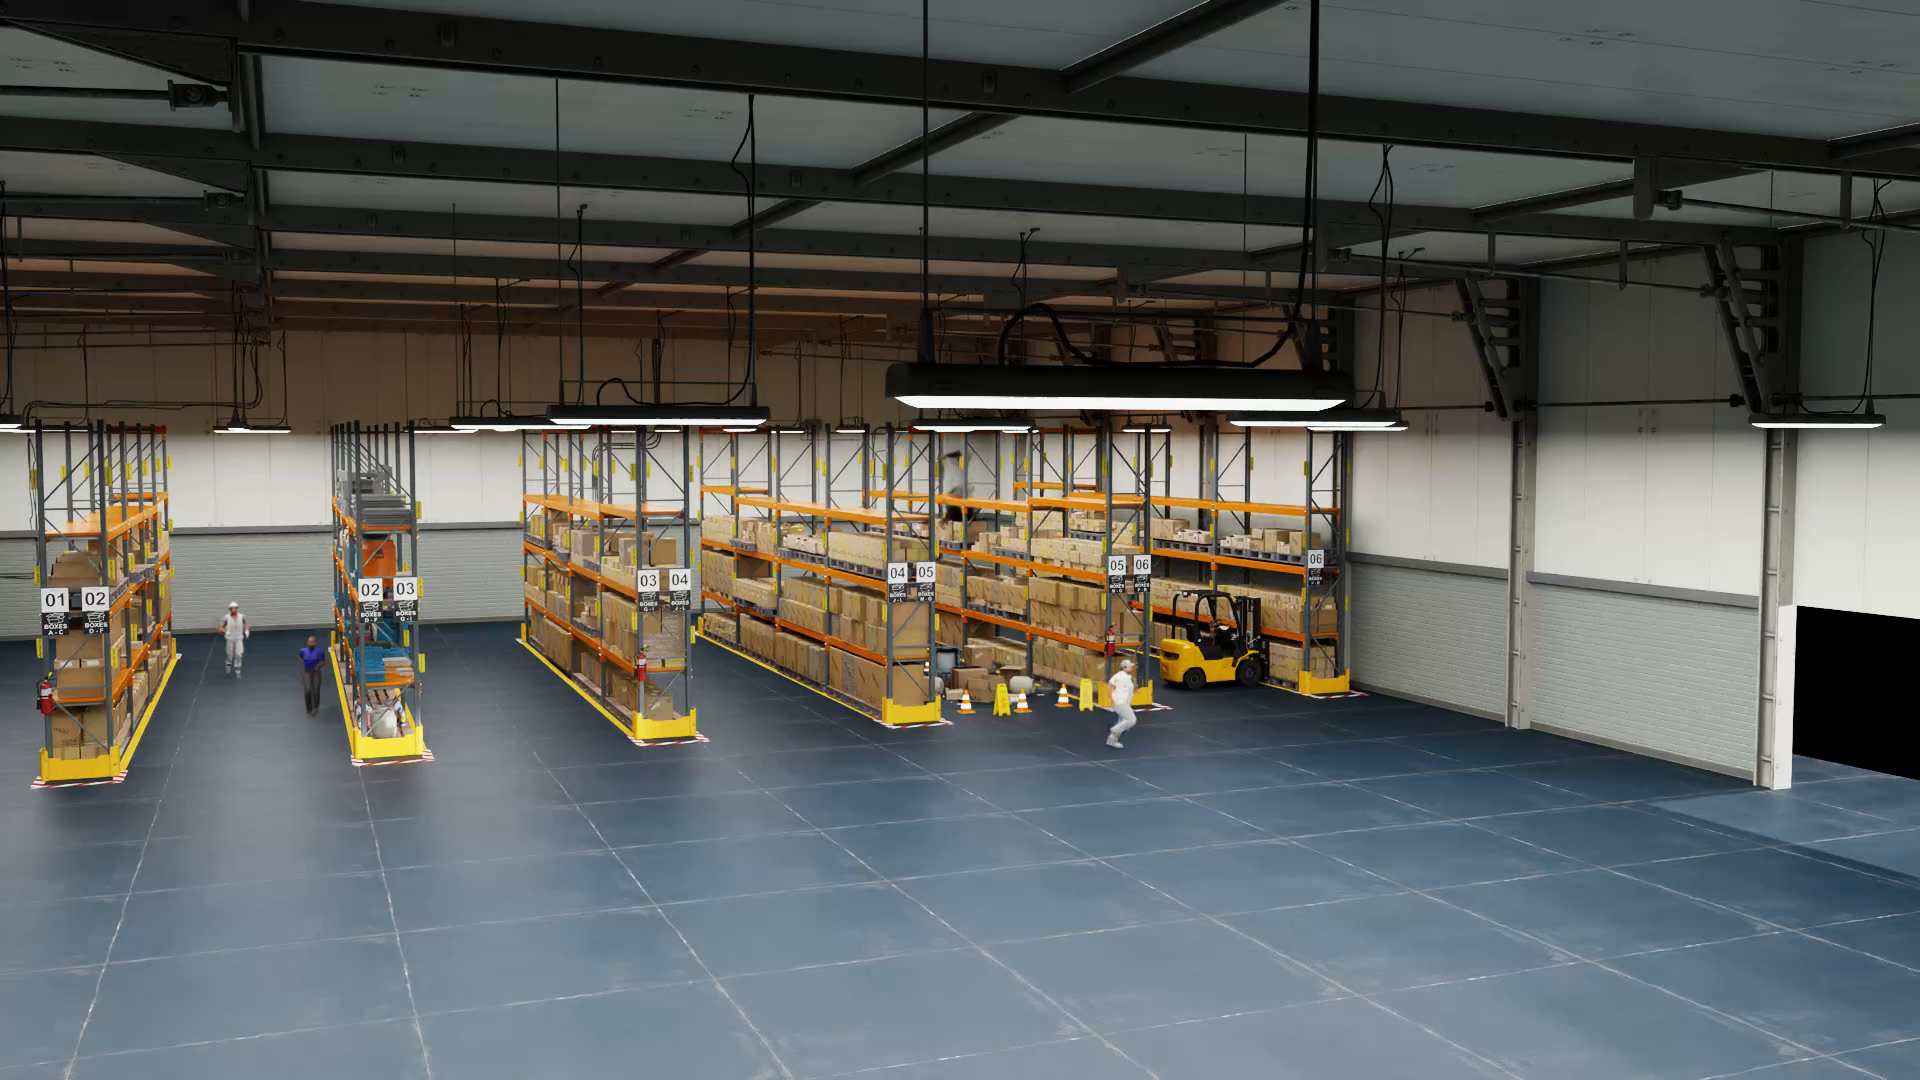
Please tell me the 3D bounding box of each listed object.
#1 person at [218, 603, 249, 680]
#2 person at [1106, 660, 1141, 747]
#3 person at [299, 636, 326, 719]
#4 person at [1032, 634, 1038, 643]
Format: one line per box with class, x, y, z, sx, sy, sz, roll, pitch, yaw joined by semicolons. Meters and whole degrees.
person;-17.170;2.370;39.334;0.684;1.795;0.865;-3;4;-35
person;3.002;3.000;30.493;0.649;1.603;0.595;2;4;23
person;-13.206;2.801;33.928;0.507;1.714;0.862;-1;4;-23
person;1.854;1.933;43.653;0.573;1.554;0.477;-2;4;-31
